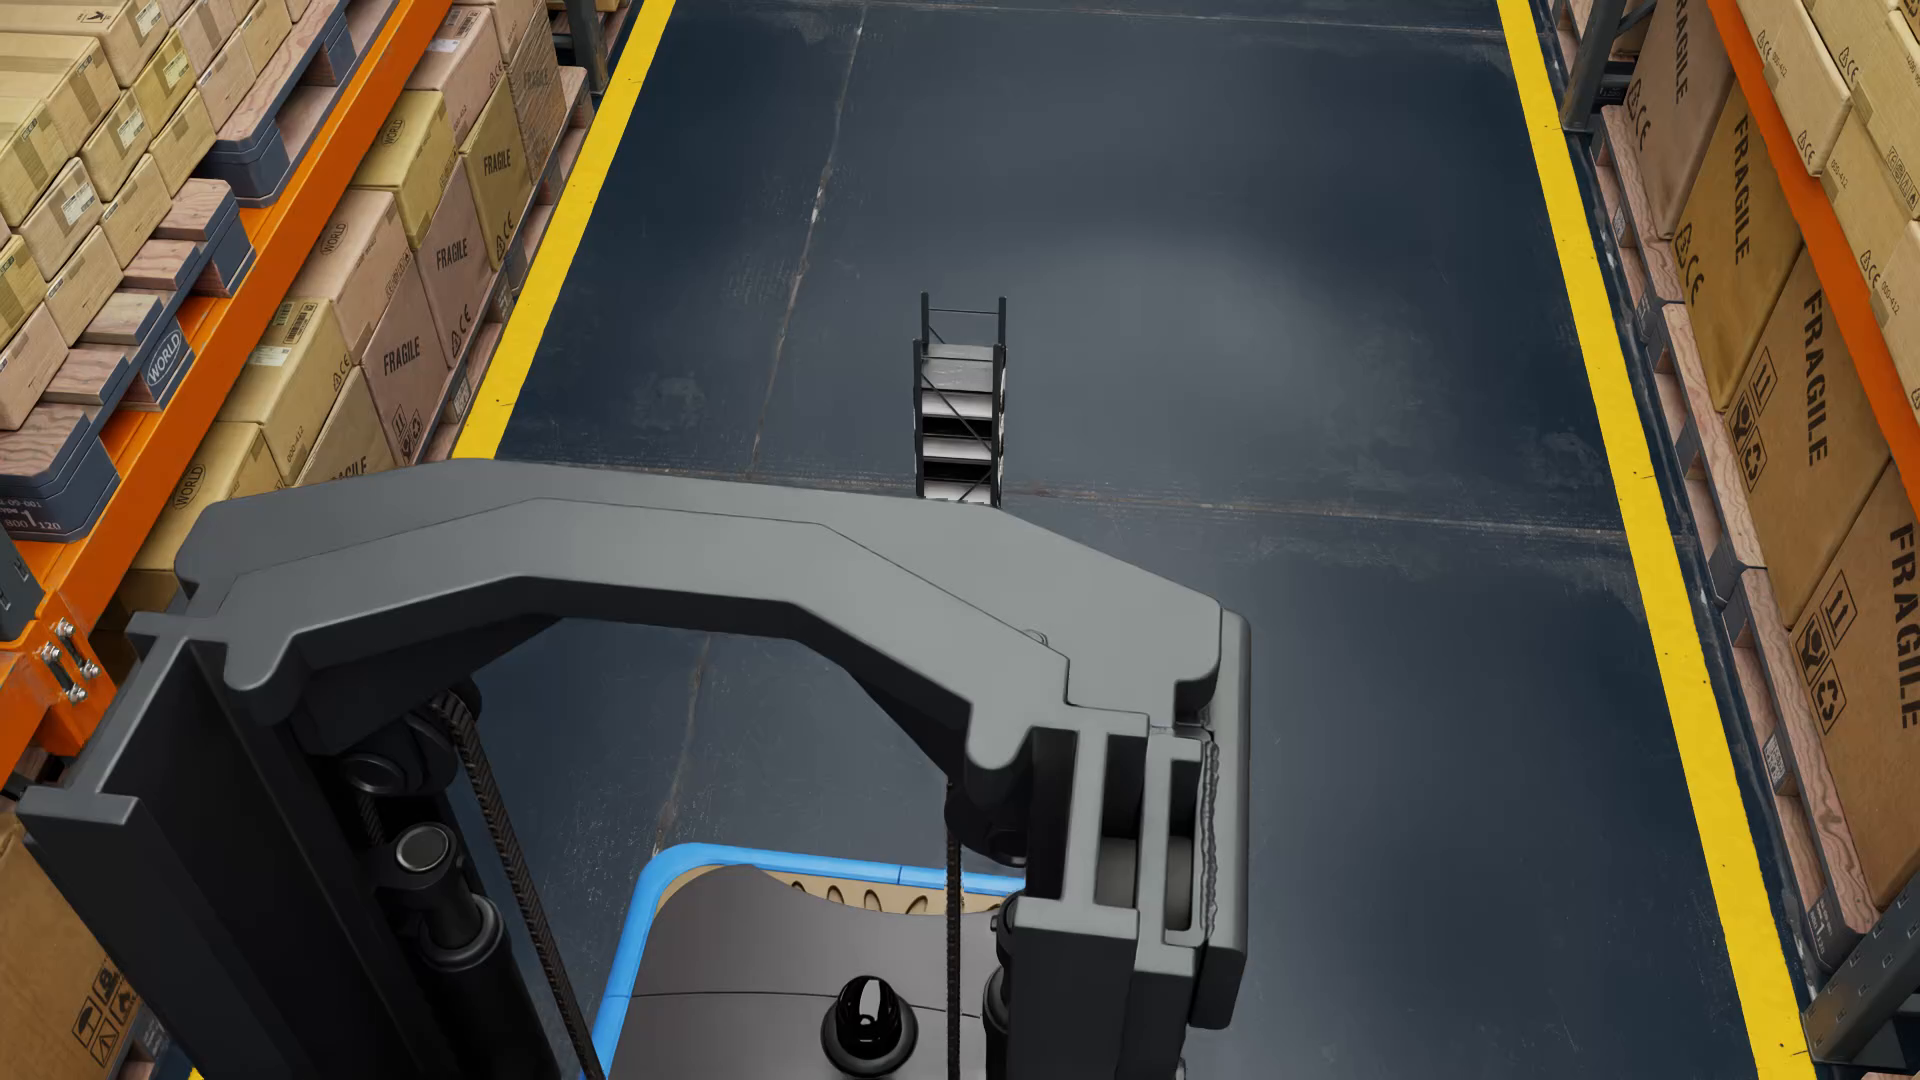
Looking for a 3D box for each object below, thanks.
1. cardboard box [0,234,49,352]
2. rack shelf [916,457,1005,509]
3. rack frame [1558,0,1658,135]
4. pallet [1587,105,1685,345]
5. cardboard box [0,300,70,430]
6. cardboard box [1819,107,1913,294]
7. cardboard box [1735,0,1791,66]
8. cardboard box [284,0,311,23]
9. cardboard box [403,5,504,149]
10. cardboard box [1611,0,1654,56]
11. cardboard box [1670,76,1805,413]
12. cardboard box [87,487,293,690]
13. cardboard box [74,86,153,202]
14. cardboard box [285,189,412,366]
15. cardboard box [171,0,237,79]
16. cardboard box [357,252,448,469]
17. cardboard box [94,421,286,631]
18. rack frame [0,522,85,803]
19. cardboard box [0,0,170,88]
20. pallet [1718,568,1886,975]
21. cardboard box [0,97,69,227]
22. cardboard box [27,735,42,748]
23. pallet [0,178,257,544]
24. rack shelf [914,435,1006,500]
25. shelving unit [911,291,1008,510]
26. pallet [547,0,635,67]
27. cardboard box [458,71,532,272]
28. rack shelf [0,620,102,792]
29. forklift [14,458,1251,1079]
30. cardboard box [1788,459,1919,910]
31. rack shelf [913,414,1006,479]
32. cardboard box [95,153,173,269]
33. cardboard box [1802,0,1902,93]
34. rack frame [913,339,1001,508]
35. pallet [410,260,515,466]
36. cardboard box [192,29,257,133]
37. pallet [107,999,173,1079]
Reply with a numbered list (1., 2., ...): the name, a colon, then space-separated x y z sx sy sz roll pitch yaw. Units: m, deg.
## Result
1. cardboard box: -2.104 -0.499 3.358 0.380 0.149 0.250 6 48 5
2. rack shelf: 0.001 -0.166 5.081 0.258 0.077 0.200 4 48 4
3. rack frame: 2.955 -2.681 5.670 1.000 3.000 0.127 4 48 4
4. pallet: 2.960 -1.168 6.175 1.003 0.211 1.213 4 48 4
5. cardboard box: -2.106 -0.373 3.444 0.380 0.149 0.250 3 48 3
6. cardboard box: 2.471 -0.826 4.074 0.500 0.250 0.500 3 48 3
7. cardboard box: 2.544 -1.569 4.754 0.500 0.250 0.500 4 48 3
8. cardboard box: -1.962 -1.538 4.510 0.380 0.149 0.250 2 48 2
9. cardboard box: -1.860 -1.550 5.536 0.500 0.250 0.500 6 48 5
10. cardboard box: 3.119 -2.412 6.875 0.875 0.438 0.875 3 48 3
11. cardboard box: 2.904 -0.981 5.269 0.875 0.875 0.875 5 48 5
12. cardboard box: -2.030 0.199 4.445 0.500 0.500 0.500 2 48 2
13. cardboard box: -2.060 -0.895 3.720 0.380 0.149 0.250 3 48 2
14. cardboard box: -1.940 -0.778 4.830 0.500 0.250 0.500 4 48 4
15. cardboard box: -2.014 -1.264 4.057 0.380 0.149 0.250 4 48 4
16. cardboard box: -1.945 -0.548 5.128 0.500 0.500 0.500 3 48 3
17. cardboard box: -2.044 -0.042 4.157 0.500 0.250 0.500 2 48 2
18. rack frame: -2.348 -0.001 3.218 1.000 3.000 0.127 4 48 4
19. cardboard box: -2.040 -1.157 3.758 0.380 0.149 0.250 2 48 2
20. pallet: 2.738 0.625 4.535 1.003 0.211 1.213 4 48 4
21. cardboard box: -2.091 -0.783 3.415 0.380 0.149 0.250 3 48 2
22. cardboard box: -2.548 0.200 4.444 0.500 0.500 0.500 4 48 3
23. pallet: -2.389 -0.467 3.774 1.213 0.211 1.003 4 48 4
24. rack shelf: 0.001 -0.226 5.014 0.258 0.077 0.200 4 48 4
25. shelving unit: 0.001 -0.310 4.923 0.258 0.900 0.210 4 48 4
26. pallet: -1.958 -2.495 7.389 1.003 0.211 1.213 4 48 4
27. cardboard box: -1.847 -1.300 5.816 0.500 0.500 0.500 3 48 3
28. rack shelf: -2.530 1.712 2.139 1.077 0.370 4.000 4 48 4
29. forklift: -0.302 1.448 1.939 1.130 2.935 3.031 5 48 5
30. cardboard box: 2.736 0.331 4.069 0.875 0.875 0.875 3 48 3
31. rack shelf: 0.001 -0.287 4.948 0.258 0.077 0.200 4 48 4
32. cardboard box: -2.058 -0.768 3.805 0.380 0.149 0.250 6 48 5
33. cardboard box: 2.498 -1.369 4.232 0.500 0.250 0.500 3 48 2
34. rack frame: -0.009 -0.235 4.855 0.240 0.900 0.006 4 48 4
35. pallet: -2.162 -0.528 5.590 1.003 0.211 1.213 4 48 4
36. cardboard box: -2.013 -1.162 4.166 0.380 0.149 0.250 5 48 5
37. pallet: -2.495 1.515 3.721 1.003 0.211 1.213 4 48 4
